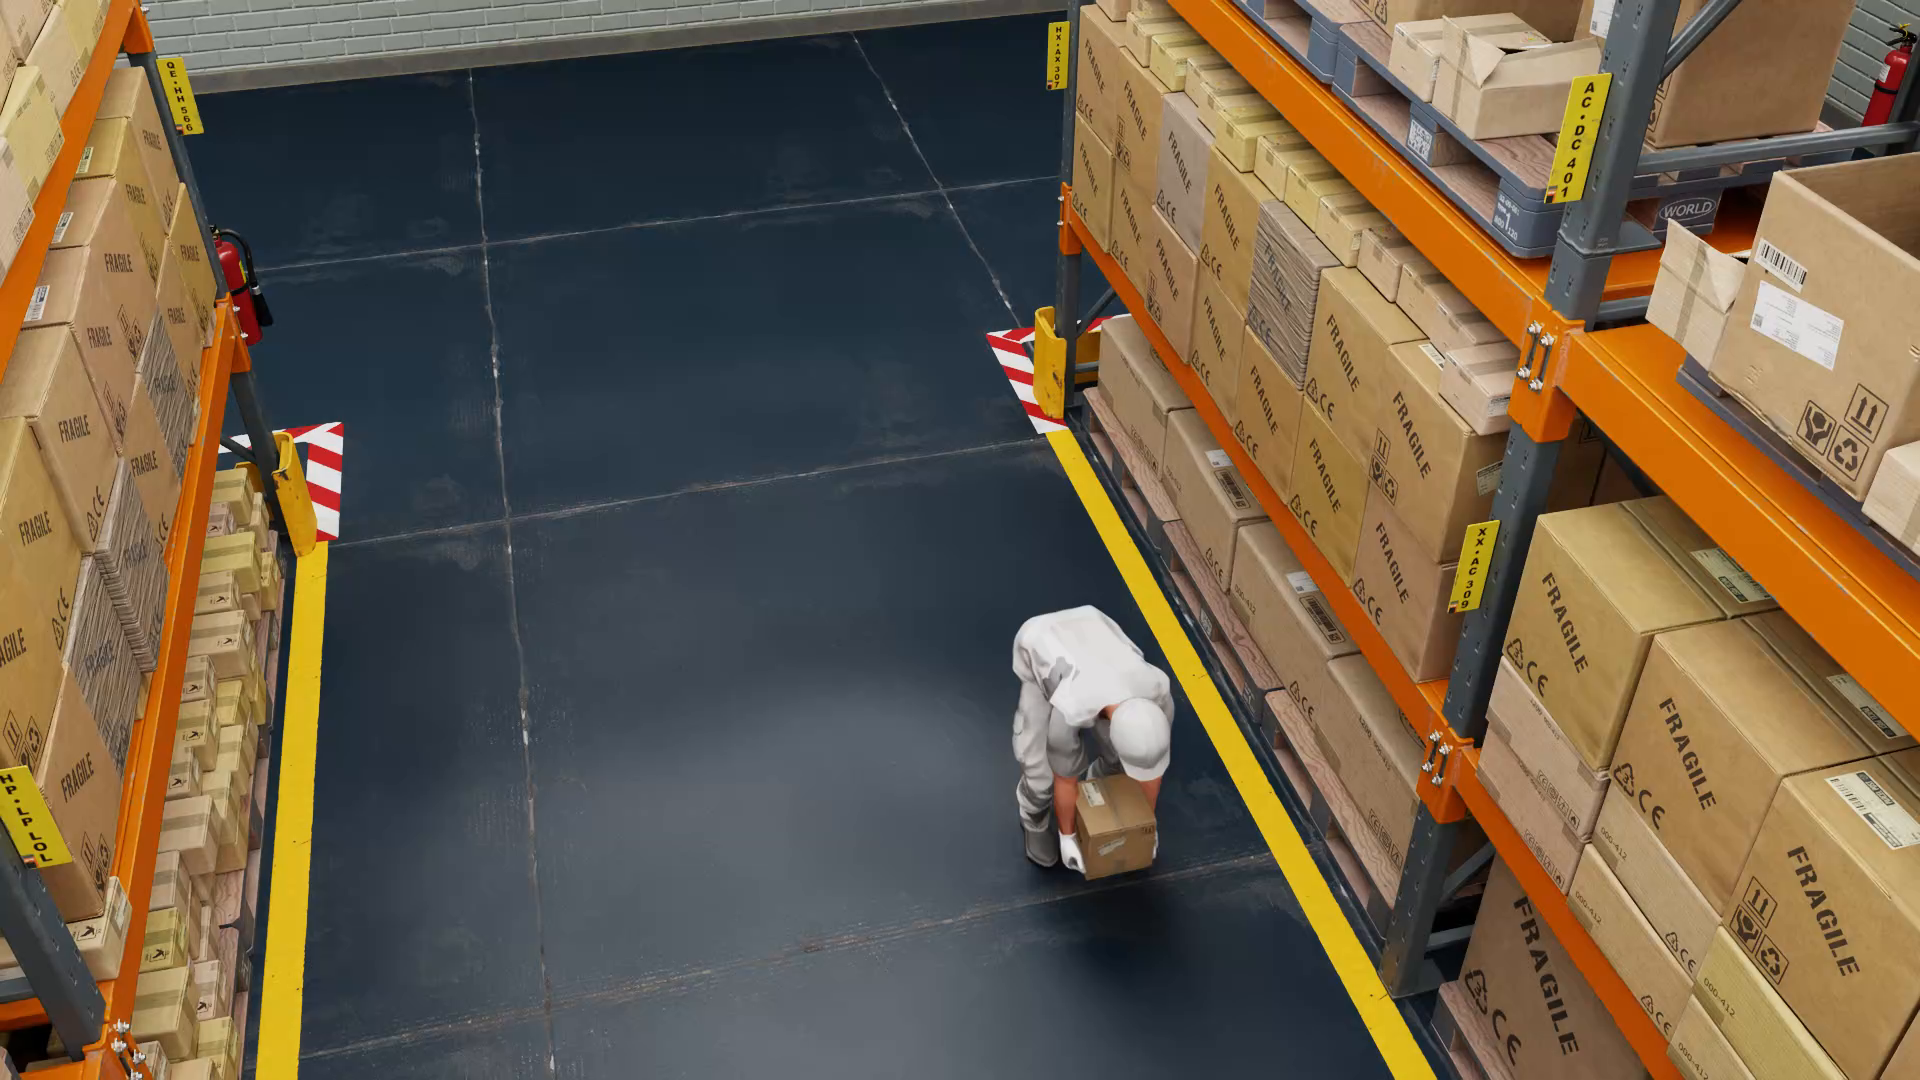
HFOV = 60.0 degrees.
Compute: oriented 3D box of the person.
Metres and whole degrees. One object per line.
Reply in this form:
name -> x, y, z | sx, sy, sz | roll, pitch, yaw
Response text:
person -> 0.494, 0.819, 6.114 | 0.513, 1.205, 0.939 | -11, 39, -14
